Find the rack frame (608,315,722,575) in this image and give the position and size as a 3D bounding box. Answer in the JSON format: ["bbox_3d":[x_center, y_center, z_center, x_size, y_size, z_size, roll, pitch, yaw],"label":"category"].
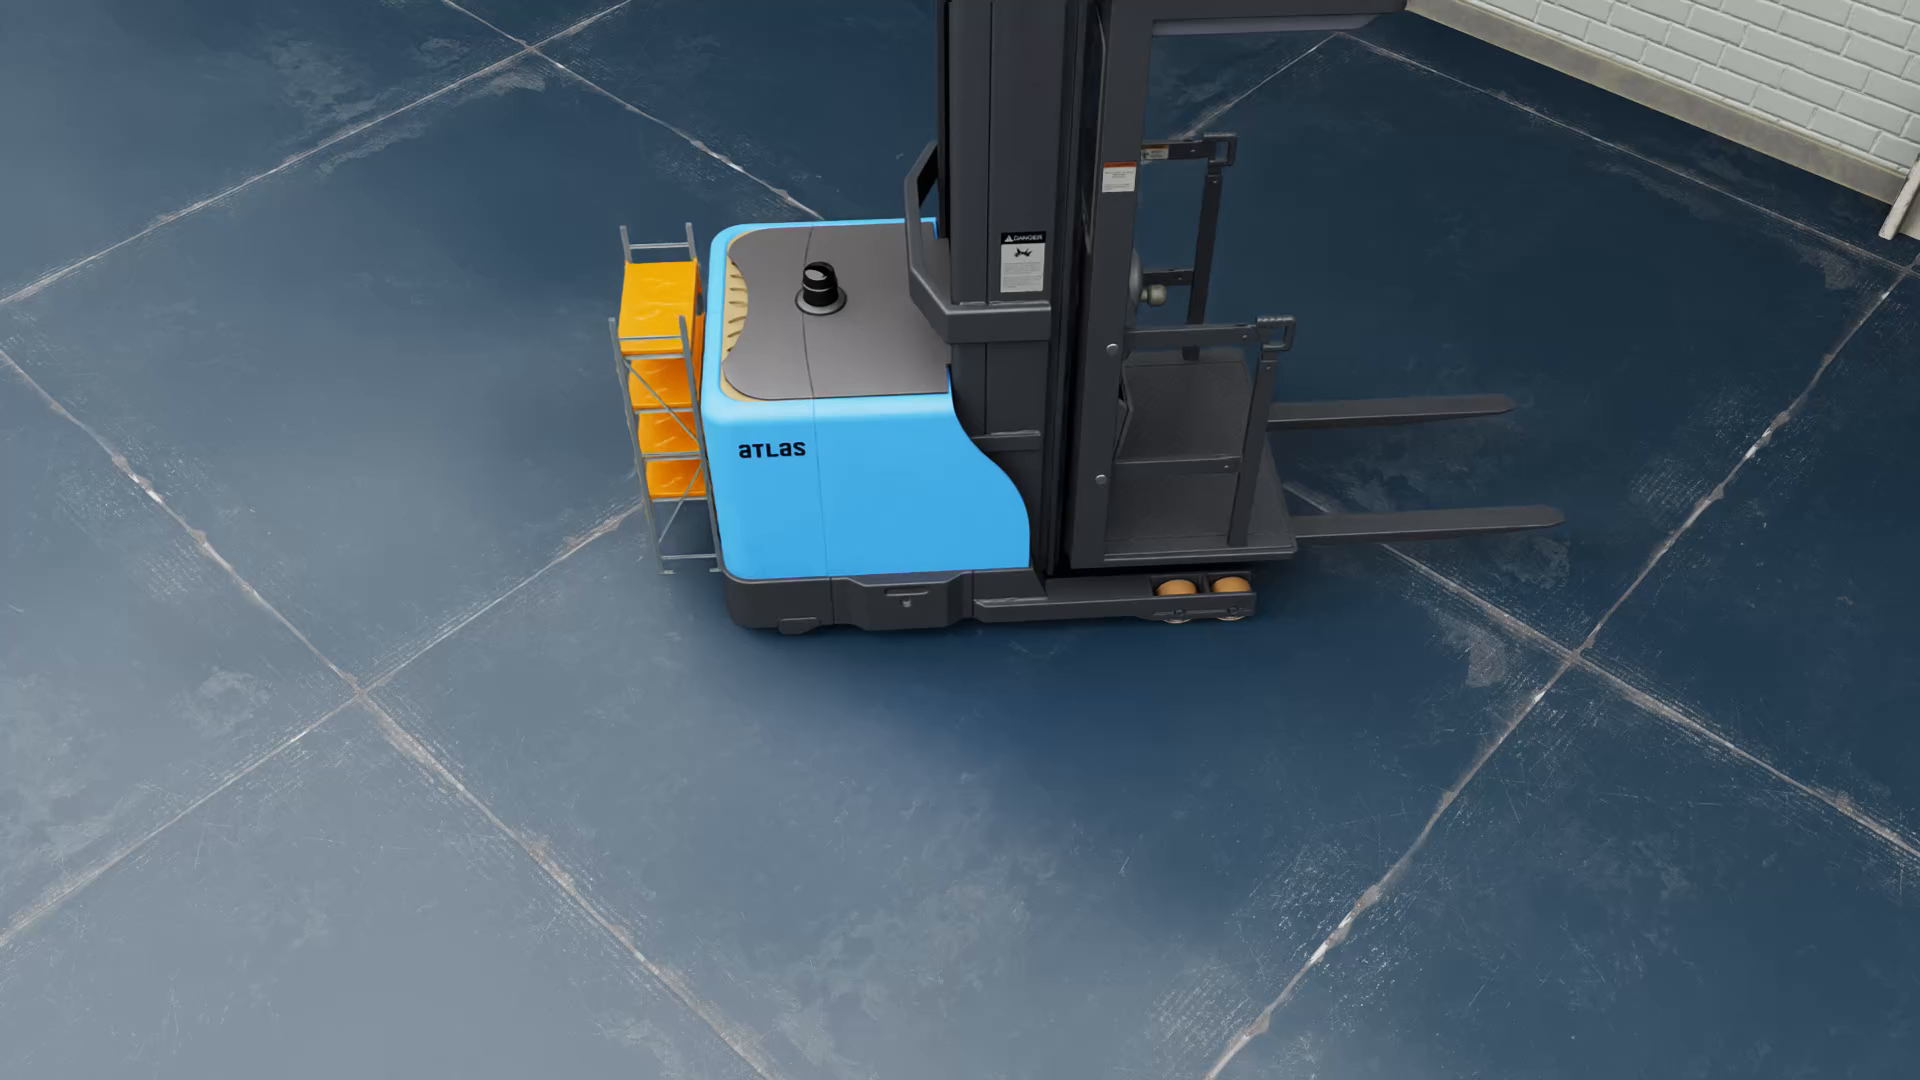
[{"bbox_3d":[-0.992,-0.293,5.702,0.240,1.200,0.015,-3,47,-3],"label":"rack frame"}]

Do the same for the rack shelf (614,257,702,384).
[{"bbox_3d":[-1.008,-0.739,5.582,0.258,0.148,0.480,-3,47,-3],"label":"rack shelf"}]

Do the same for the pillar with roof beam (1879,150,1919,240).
[{"bbox_3d":[1.498,-2.143,2.090,0.400,9.000,9.100,34,55,28],"label":"pillar with roof beam"}]

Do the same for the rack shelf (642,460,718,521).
[{"bbox_3d":[-1.007,-0.288,6.062,0.258,0.148,0.480,-3,47,-3],"label":"rack shelf"}]

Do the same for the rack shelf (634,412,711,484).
[{"bbox_3d":[-1.007,-0.424,5.917,0.258,0.148,0.480,-3,47,-3],"label":"rack shelf"}]

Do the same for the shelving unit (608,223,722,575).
[{"bbox_3d":[-1.007,-0.470,5.868,0.258,1.200,0.503,-3,47,-3],"label":"shelving unit"}]

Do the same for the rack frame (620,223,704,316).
[{"bbox_3d":[-1.023,-0.648,6.035,0.240,1.200,0.015,-3,47,-3],"label":"rack frame"}]

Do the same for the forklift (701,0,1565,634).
[{"bbox_3d":[0.657,-1.090,5.263,3.031,2.935,1.130,-3,47,-3],"label":"forklift"}]

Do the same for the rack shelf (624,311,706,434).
[{"bbox_3d":[-1.007,-0.577,5.754,0.258,0.148,0.480,-3,47,-3],"label":"rack shelf"}]
